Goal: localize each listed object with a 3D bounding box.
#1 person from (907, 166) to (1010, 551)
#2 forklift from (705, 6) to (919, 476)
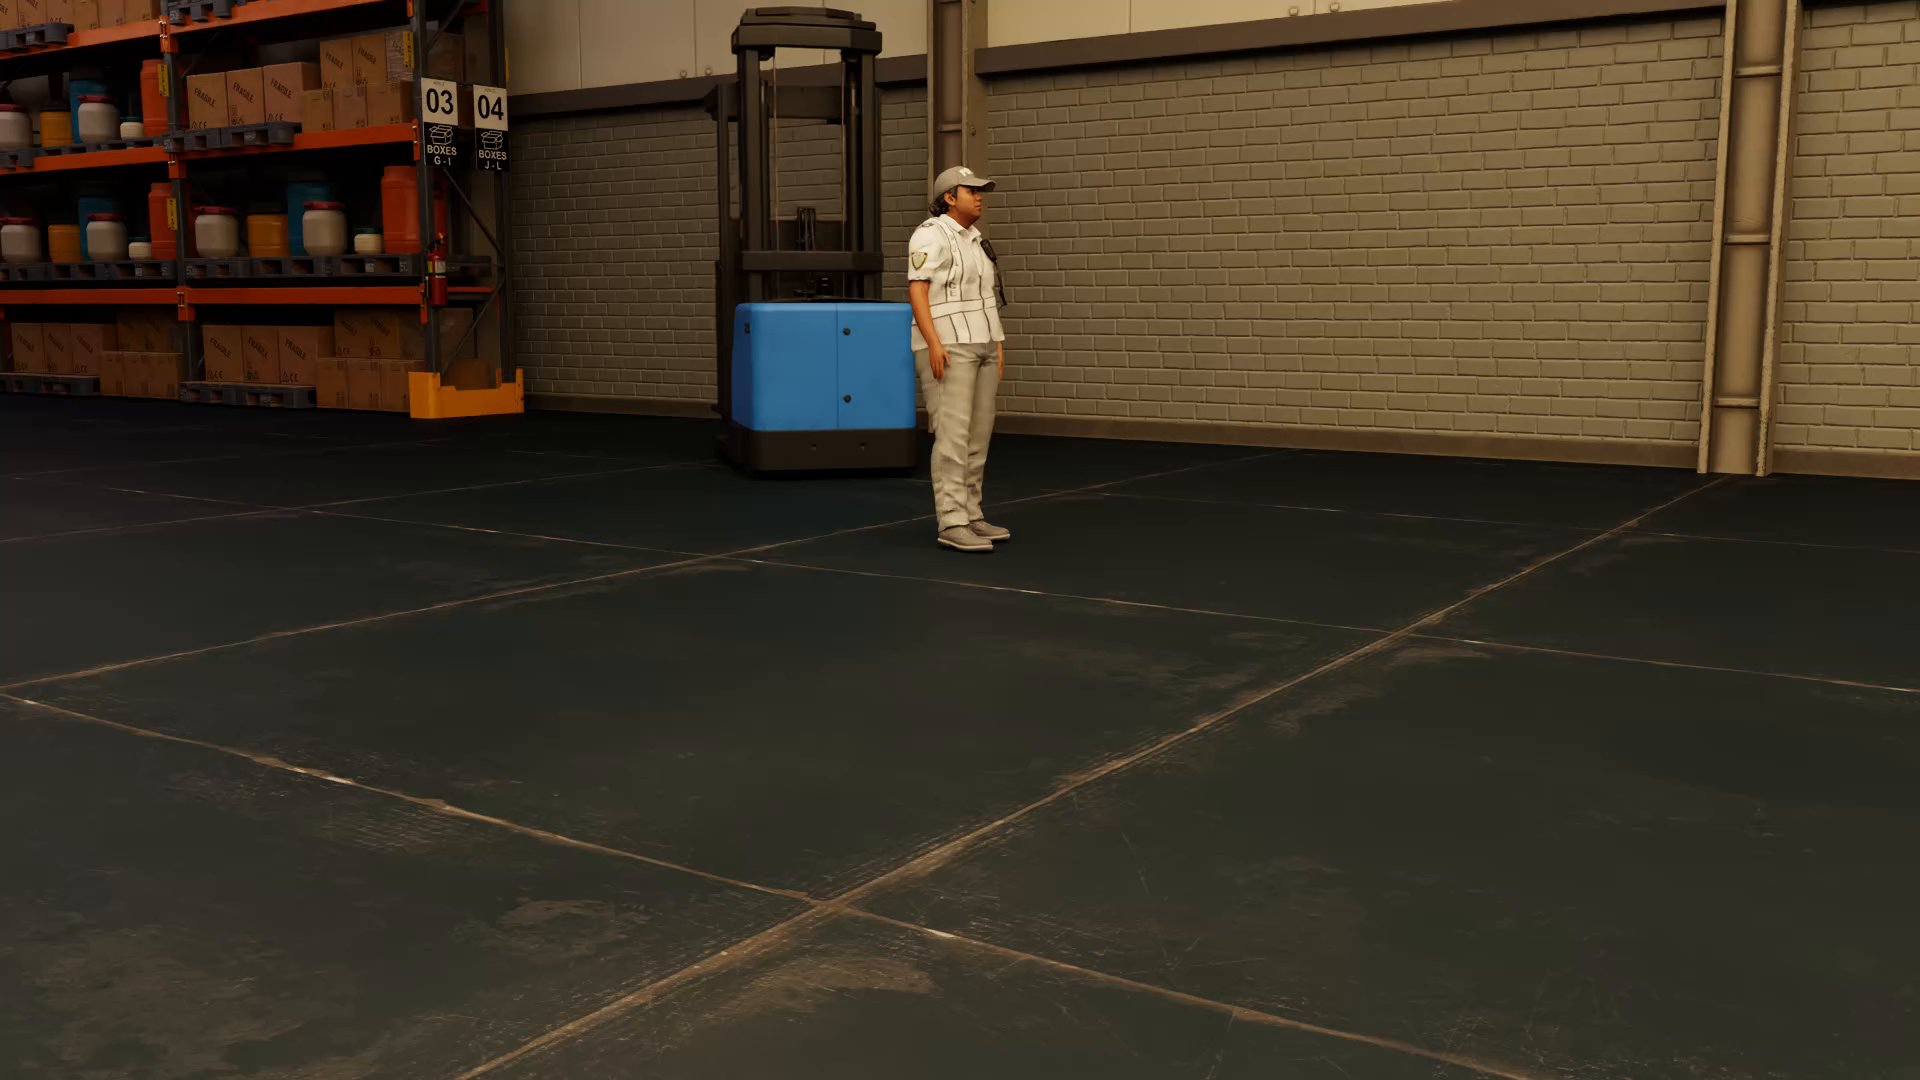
[{"bbox_3d":[0.051,-0.818,7.425,0.529,1.660,0.598,5,10,34],"label":"person"},{"bbox_3d":[-1.131,-2.018,11.386,1.130,2.935,3.031,-2,8,-15],"label":"forklift"}]
